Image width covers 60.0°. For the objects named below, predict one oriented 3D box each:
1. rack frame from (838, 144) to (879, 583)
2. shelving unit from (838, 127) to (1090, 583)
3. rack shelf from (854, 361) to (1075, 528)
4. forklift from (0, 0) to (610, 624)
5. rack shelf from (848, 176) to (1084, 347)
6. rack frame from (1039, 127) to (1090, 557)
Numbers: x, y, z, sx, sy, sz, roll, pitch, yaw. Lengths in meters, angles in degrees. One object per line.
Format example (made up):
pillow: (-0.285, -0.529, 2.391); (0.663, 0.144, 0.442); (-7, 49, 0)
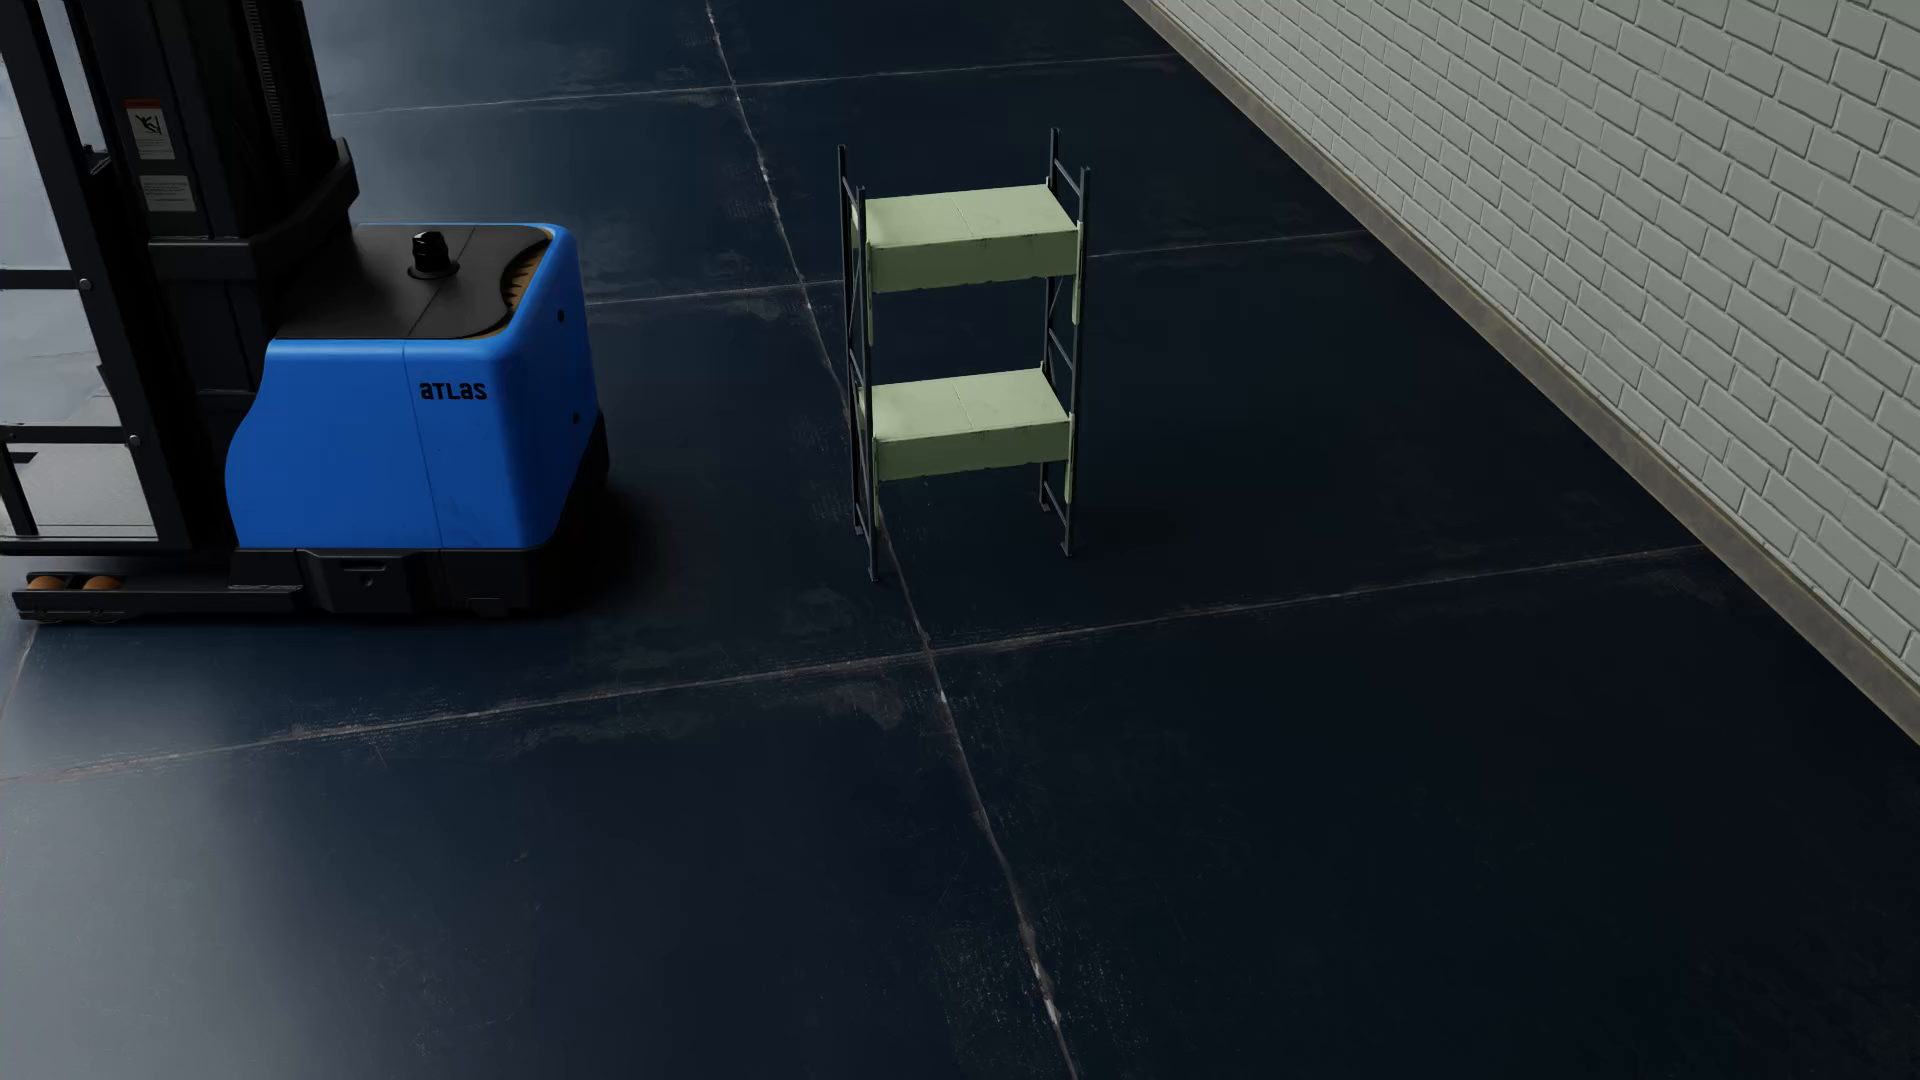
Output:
rack frame: (-0.350, -0.579, 5.766); (0.023, 1.500, 0.400); (-7, 35, -11)
shelving unit: (0.007, -0.624, 5.833); (0.755, 1.500, 0.431); (-7, 35, -11)
rack shelf: (0.007, -0.353, 6.015); (0.720, 0.370, 0.431); (-7, 35, -11)
forklift: (-2.897, -1.218, 5.435); (3.031, 2.935, 1.130); (0, 34, 0)
rack shelf: (0.007, -0.948, 5.616); (0.720, 0.370, 0.431); (-7, 35, -11)
rack frame: (0.364, -0.669, 5.900); (0.023, 1.500, 0.400); (-7, 35, -11)
